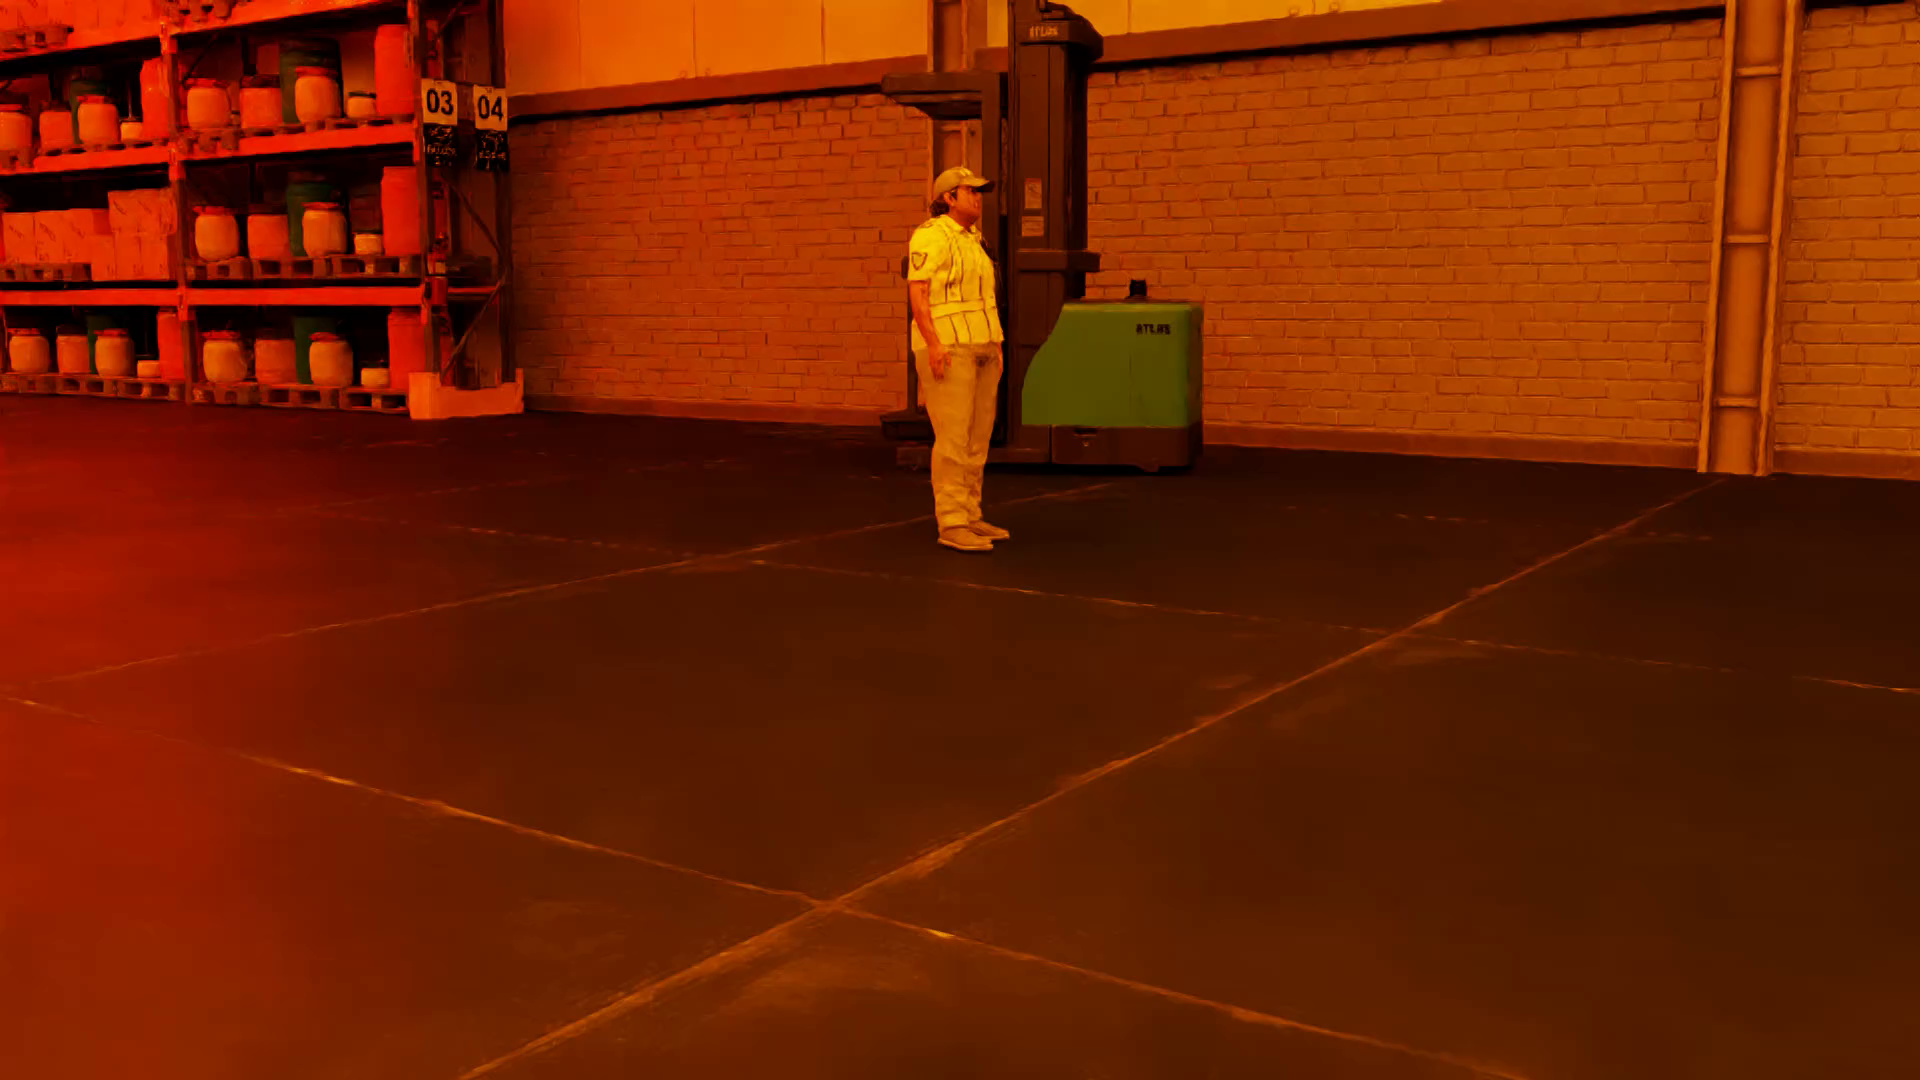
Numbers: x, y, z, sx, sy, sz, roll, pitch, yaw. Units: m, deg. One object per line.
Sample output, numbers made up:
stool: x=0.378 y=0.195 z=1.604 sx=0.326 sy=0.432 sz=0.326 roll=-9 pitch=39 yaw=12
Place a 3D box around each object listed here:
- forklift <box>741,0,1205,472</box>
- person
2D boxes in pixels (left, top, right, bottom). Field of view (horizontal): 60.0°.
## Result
forklift: x=0.070 y=-1.960 z=10.975 sx=3.031 sy=2.935 sz=1.130 roll=2 pitch=8 yaw=14
person: x=0.051 y=-0.823 z=7.424 sx=0.529 sy=1.669 sz=0.598 roll=5 pitch=10 yaw=34
